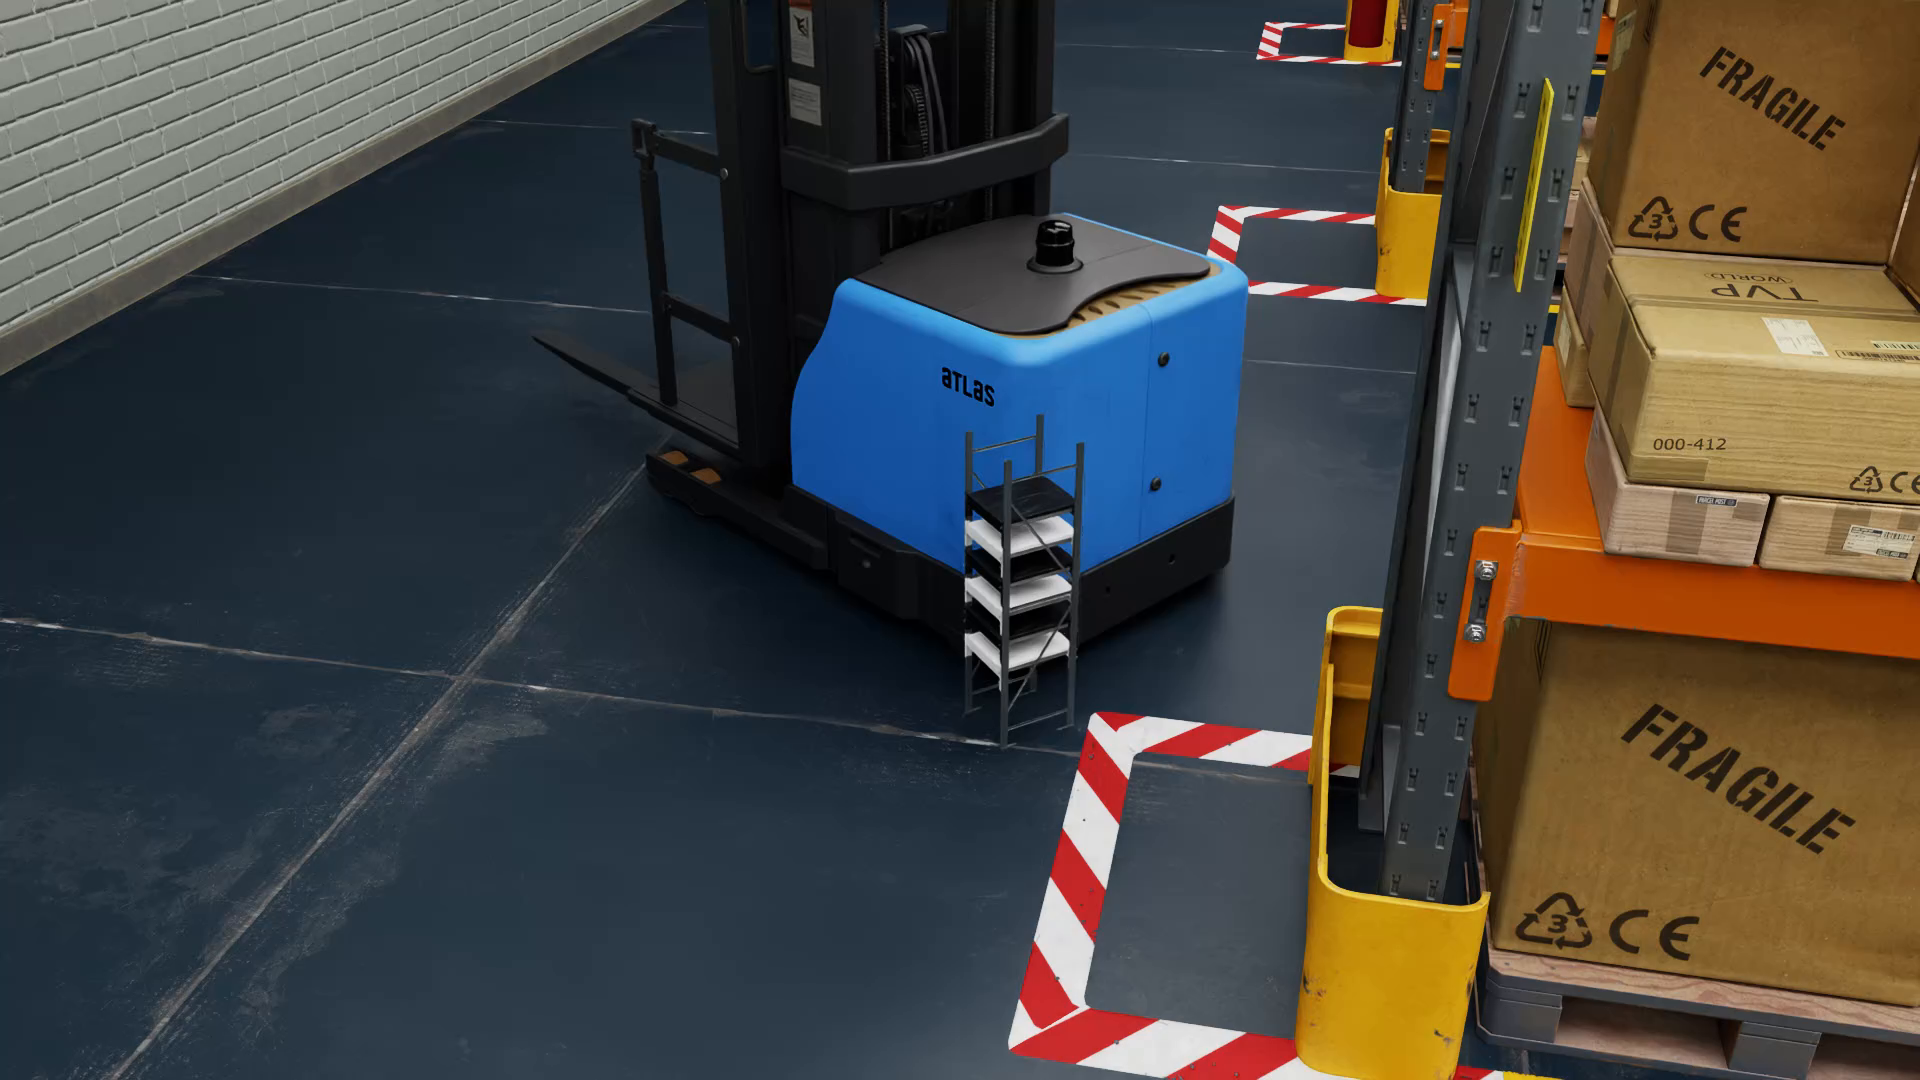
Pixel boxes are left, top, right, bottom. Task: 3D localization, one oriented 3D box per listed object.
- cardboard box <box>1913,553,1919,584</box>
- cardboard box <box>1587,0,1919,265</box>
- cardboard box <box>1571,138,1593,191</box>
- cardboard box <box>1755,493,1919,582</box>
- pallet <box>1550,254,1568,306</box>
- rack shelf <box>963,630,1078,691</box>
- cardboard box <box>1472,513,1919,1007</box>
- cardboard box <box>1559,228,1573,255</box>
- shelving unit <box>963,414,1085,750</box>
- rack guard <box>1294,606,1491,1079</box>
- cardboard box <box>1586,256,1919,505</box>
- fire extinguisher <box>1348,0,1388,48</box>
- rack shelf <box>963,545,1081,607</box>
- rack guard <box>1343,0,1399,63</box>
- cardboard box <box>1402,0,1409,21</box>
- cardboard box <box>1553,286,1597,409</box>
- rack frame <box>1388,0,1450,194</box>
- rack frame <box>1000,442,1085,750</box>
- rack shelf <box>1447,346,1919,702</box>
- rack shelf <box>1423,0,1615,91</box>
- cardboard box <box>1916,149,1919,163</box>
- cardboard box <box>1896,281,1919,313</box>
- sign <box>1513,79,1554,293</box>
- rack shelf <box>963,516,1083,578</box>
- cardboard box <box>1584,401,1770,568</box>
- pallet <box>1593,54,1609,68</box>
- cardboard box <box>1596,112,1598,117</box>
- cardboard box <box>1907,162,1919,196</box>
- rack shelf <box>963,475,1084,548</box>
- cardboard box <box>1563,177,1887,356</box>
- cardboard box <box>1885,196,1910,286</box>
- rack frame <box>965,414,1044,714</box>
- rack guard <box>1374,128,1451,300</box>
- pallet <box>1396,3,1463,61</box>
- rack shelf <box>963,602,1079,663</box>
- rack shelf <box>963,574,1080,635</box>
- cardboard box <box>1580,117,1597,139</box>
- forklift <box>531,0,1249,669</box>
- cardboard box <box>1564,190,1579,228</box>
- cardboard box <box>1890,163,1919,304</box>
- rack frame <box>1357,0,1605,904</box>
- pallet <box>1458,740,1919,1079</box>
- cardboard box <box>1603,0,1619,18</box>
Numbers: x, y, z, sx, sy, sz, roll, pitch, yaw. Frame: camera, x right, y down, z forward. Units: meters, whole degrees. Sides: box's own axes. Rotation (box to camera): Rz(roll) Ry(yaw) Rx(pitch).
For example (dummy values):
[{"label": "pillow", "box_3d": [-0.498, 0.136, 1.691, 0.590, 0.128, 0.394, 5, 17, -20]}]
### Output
[{"label": "cardboard box", "box_3d": [1.825, -0.063, 3.003, 0.250, 0.149, 0.380, 5, 29, 9]}, {"label": "cardboard box", "box_3d": [1.576, -0.883, 3.304, 0.500, 0.500, 0.500, 6, 29, 11]}, {"label": "cardboard box", "box_3d": [2.916, -1.745, 7.726, 0.250, 0.149, 0.380, 6, 29, 11]}, {"label": "cardboard box", "box_3d": [1.574, -0.089, 3.050, 0.250, 0.149, 0.380, 5, 29, 10]}, {"label": "pallet", "box_3d": [3.041, -1.405, 8.096, 1.213, 0.211, 1.003, 6, 29, 11]}, {"label": "rack shelf", "box_3d": [0.170, 0.311, 4.689, 0.258, 0.077, 0.200, -15, 32, -25]}, {"label": "cardboard box", "box_3d": [1.687, 0.360, 3.744, 0.875, 0.875, 0.875, 6, 29, 11]}, {"label": "cardboard box", "box_3d": [2.898, -1.477, 7.855, 0.250, 0.149, 0.380, 6, 29, 10]}, {"label": "shelving unit", "box_3d": [0.170, 0.124, 4.586, 0.258, 0.900, 0.210, -15, 32, -25]}, {"label": "rack guard", "box_3d": [1.021, 0.680, 3.988, 0.348, 0.500, 1.175, 6, 29, 11]}, {"label": "cardboard box", "box_3d": [1.458, -0.304, 3.029, 0.500, 0.250, 0.500, 5, 29, 9]}, {"label": "fire extinguisher", "box_3d": [2.029, -2.778, 8.170, 0.183, 0.674, 0.296, 6, 29, 11]}, {"label": "rack shelf", "box_3d": [0.170, 0.074, 4.559, 0.258, 0.077, 0.200, -15, 32, -25]}, {"label": "rack guard", "box_3d": [3.091, -3.974, 12.489, 0.348, 0.500, 1.175, 6, 29, 11]}, {"label": "cardboard box", "box_3d": [3.781, -4.110, 12.364, 0.875, 0.438, 0.875, 5, 29, 9]}, {"label": "cardboard box", "box_3d": [1.462, -0.423, 3.661, 0.250, 0.149, 0.380, 6, 29, 12]}, {"label": "rack frame", "box_3d": [2.179, -2.734, 7.620, 0.127, 3.000, 1.000, 6, 29, 11]}, {"label": "rack frame", "box_3d": [0.219, 0.167, 4.508, 0.240, 0.900, 0.006, -15, 32, -25]}, {"label": "rack shelf", "box_3d": [3.001, 0.102, 3.190, 4.000, 0.370, 1.077, 6, 29, 11]}, {"label": "rack shelf", "box_3d": [4.135, -2.218, 7.426, 4.000, 0.370, 1.077, 6, 29, 11]}, {"label": "cardboard box", "box_3d": [4.508, -1.785, 7.798, 0.250, 0.149, 0.380, 5, 29, 8]}, {"label": "cardboard box", "box_3d": [1.968, -0.255, 2.939, 0.500, 0.250, 0.500, 6, 29, 10]}, {"label": "sign", "box_3d": [0.923, -0.569, 2.682, 0.005, 0.325, 0.100, 6, 29, 11]}, {"label": "rack shelf", "box_3d": [0.170, -0.005, 4.516, 0.258, 0.077, 0.200, -15, 32, -25]}, {"label": "cardboard box", "box_3d": [1.323, -0.114, 3.096, 0.250, 0.149, 0.380, 6, 29, 11]}, {"label": "pallet", "box_3d": [5.102, -3.679, 12.249, 1.213, 0.211, 1.003, 6, 29, 11]}, {"label": "cardboard box", "box_3d": [3.264, -1.976, 8.147, 0.250, 0.149, 0.380, 5, 29, 9]}, {"label": "cardboard box", "box_3d": [4.178, -1.613, 7.485, 0.250, 0.149, 0.380, 6, 29, 11]}, {"label": "rack shelf", "box_3d": [0.170, -0.084, 4.473, 0.258, 0.077, 0.200, -15, 32, -25]}, {"label": "cardboard box", "box_3d": [1.574, -0.555, 3.487, 0.500, 0.250, 0.500, 5, 29, 10]}, {"label": "cardboard box", "box_3d": [2.070, -0.504, 3.393, 0.500, 0.250, 0.500, 5, 29, 10]}, {"label": "rack frame", "box_3d": [0.121, 0.081, 4.665, 0.240, 0.900, 0.006, -15, 32, -25]}, {"label": "rack guard", "box_3d": [2.254, -1.630, 8.206, 0.348, 0.500, 1.175, 6, 29, 11]}, {"label": "pallet", "box_3d": [3.913, -3.802, 12.475, 1.213, 0.211, 1.003, 6, 29, 11]}, {"label": "rack shelf", "box_3d": [0.170, 0.232, 4.646, 0.258, 0.077, 0.200, -15, 32, -25]}, {"label": "rack shelf", "box_3d": [0.170, 0.153, 4.602, 0.258, 0.077, 0.200, -15, 32, -25]}, {"label": "cardboard box", "box_3d": [2.984, -1.942, 8.086, 0.250, 0.149, 0.380, 6, 29, 12]}, {"label": "forklift", "box_3d": [-0.486, -1.522, 5.478, 1.130, 2.935, 3.031, -24, 37, -37]}, {"label": "cardboard box", "box_3d": [2.894, -1.571, 7.717, 0.250, 0.149, 0.380, 6, 29, 10]}, {"label": "cardboard box", "box_3d": [1.947, -0.583, 2.757, 0.500, 0.500, 0.500, 5, 29, 9]}, {"label": "rack frame", "box_3d": [1.045, -0.415, 3.384, 0.127, 3.000, 1.000, 6, 29, 11]}, {"label": "pallet", "box_3d": [1.843, 0.852, 3.974, 1.213, 0.211, 1.003, 6, 29, 11]}, {"label": "cardboard box", "box_3d": [2.937, -2.379, 7.233, 0.250, 0.149, 0.380, 5, 29, 9]}]
